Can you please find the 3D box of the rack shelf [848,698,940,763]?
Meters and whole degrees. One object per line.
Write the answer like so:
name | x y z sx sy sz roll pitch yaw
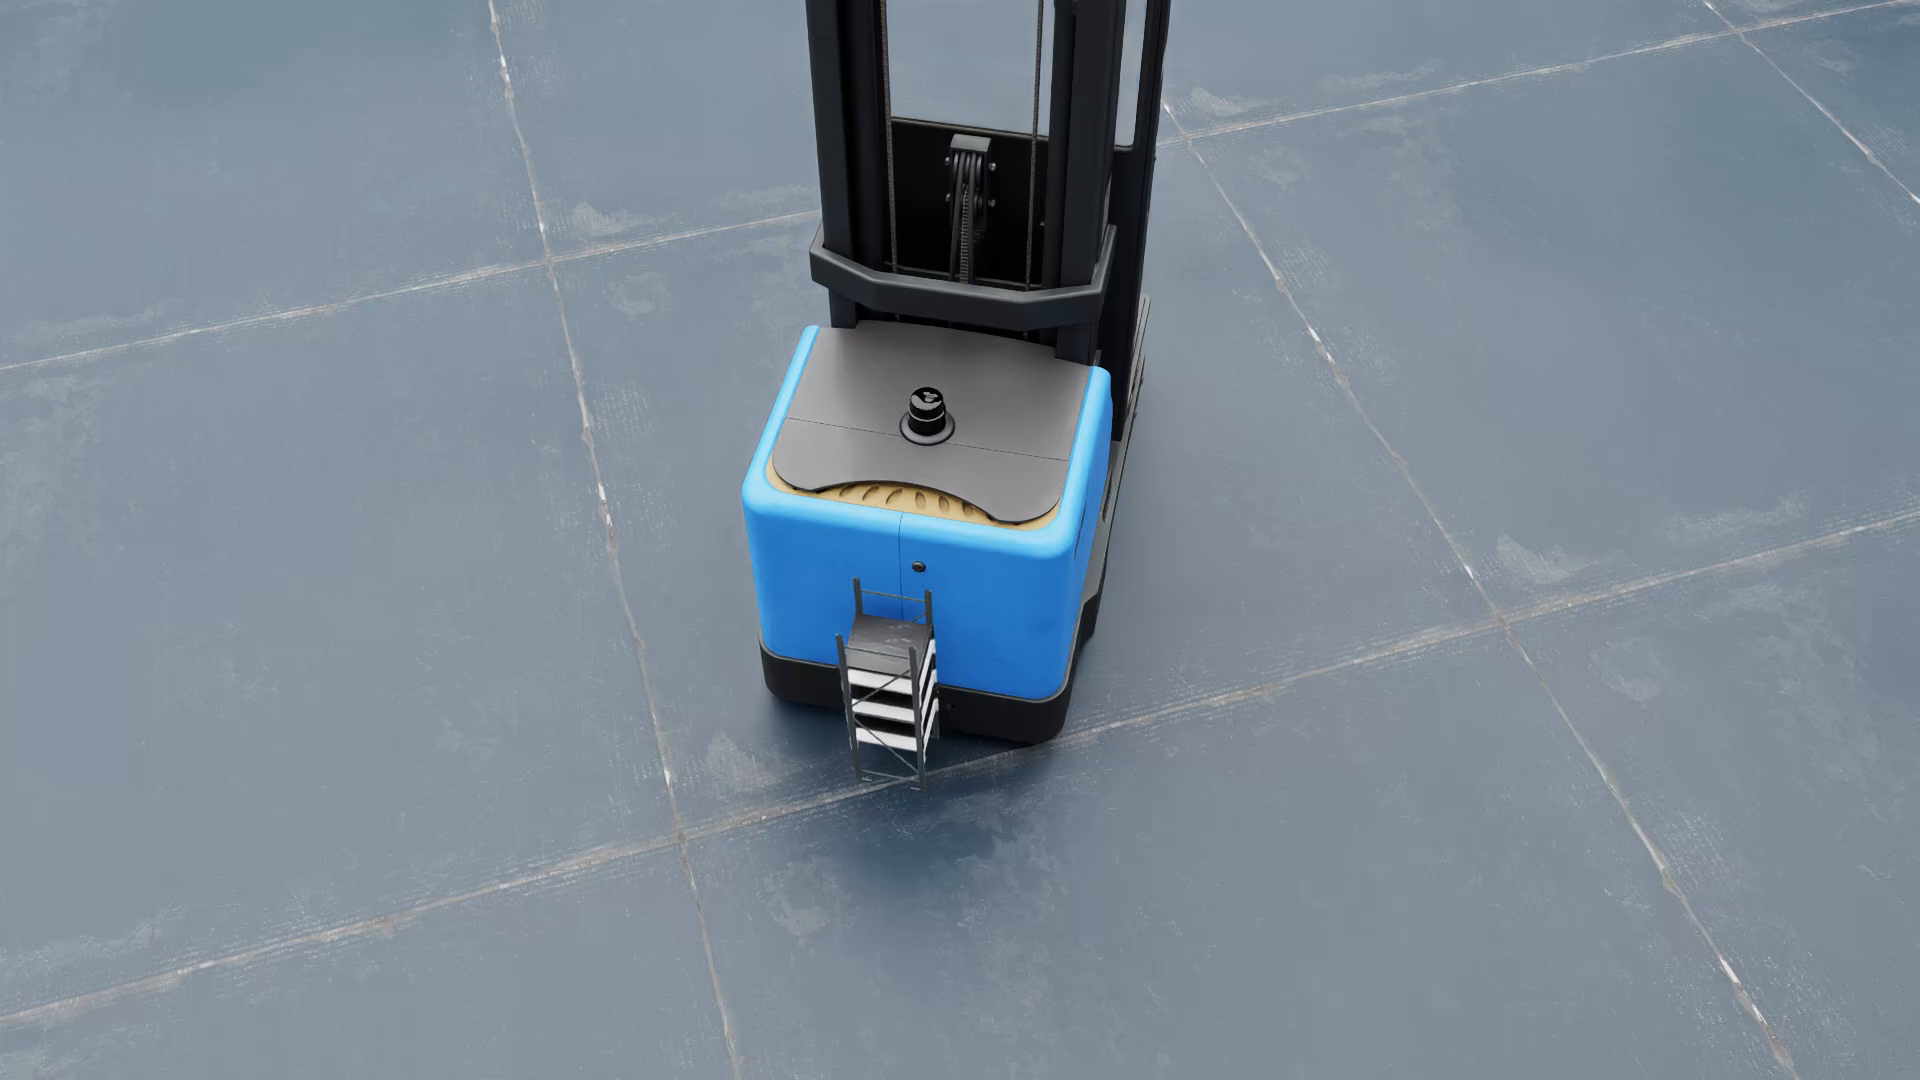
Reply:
rack shelf | -0.213 0.599 5.425 0.258 0.077 0.200 9 55 8

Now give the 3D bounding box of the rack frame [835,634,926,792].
rack frame | -0.238 0.556 5.194 0.240 0.900 0.006 9 55 8

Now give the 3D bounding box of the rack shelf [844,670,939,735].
rack shelf | -0.216 0.494 5.278 0.258 0.077 0.200 9 55 8

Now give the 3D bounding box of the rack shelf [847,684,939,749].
rack shelf | -0.214 0.547 5.351 0.258 0.077 0.200 9 55 8

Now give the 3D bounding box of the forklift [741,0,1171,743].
forklift | 0.130 -1.416 5.527 1.130 2.935 3.031 9 50 8

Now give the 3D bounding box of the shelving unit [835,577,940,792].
shelving unit | -0.216 0.475 5.251 0.258 0.900 0.210 9 55 8

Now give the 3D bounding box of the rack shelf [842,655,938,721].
rack shelf | -0.217 0.442 5.205 0.258 0.077 0.200 9 55 8

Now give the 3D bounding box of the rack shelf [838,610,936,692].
rack shelf | -0.220 0.337 5.059 0.258 0.077 0.200 9 55 8

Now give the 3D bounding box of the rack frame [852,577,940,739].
rack frame | -0.195 0.394 5.309 0.240 0.900 0.006 9 55 8

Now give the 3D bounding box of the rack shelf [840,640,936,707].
rack shelf | -0.219 0.390 5.132 0.258 0.077 0.200 9 55 8
